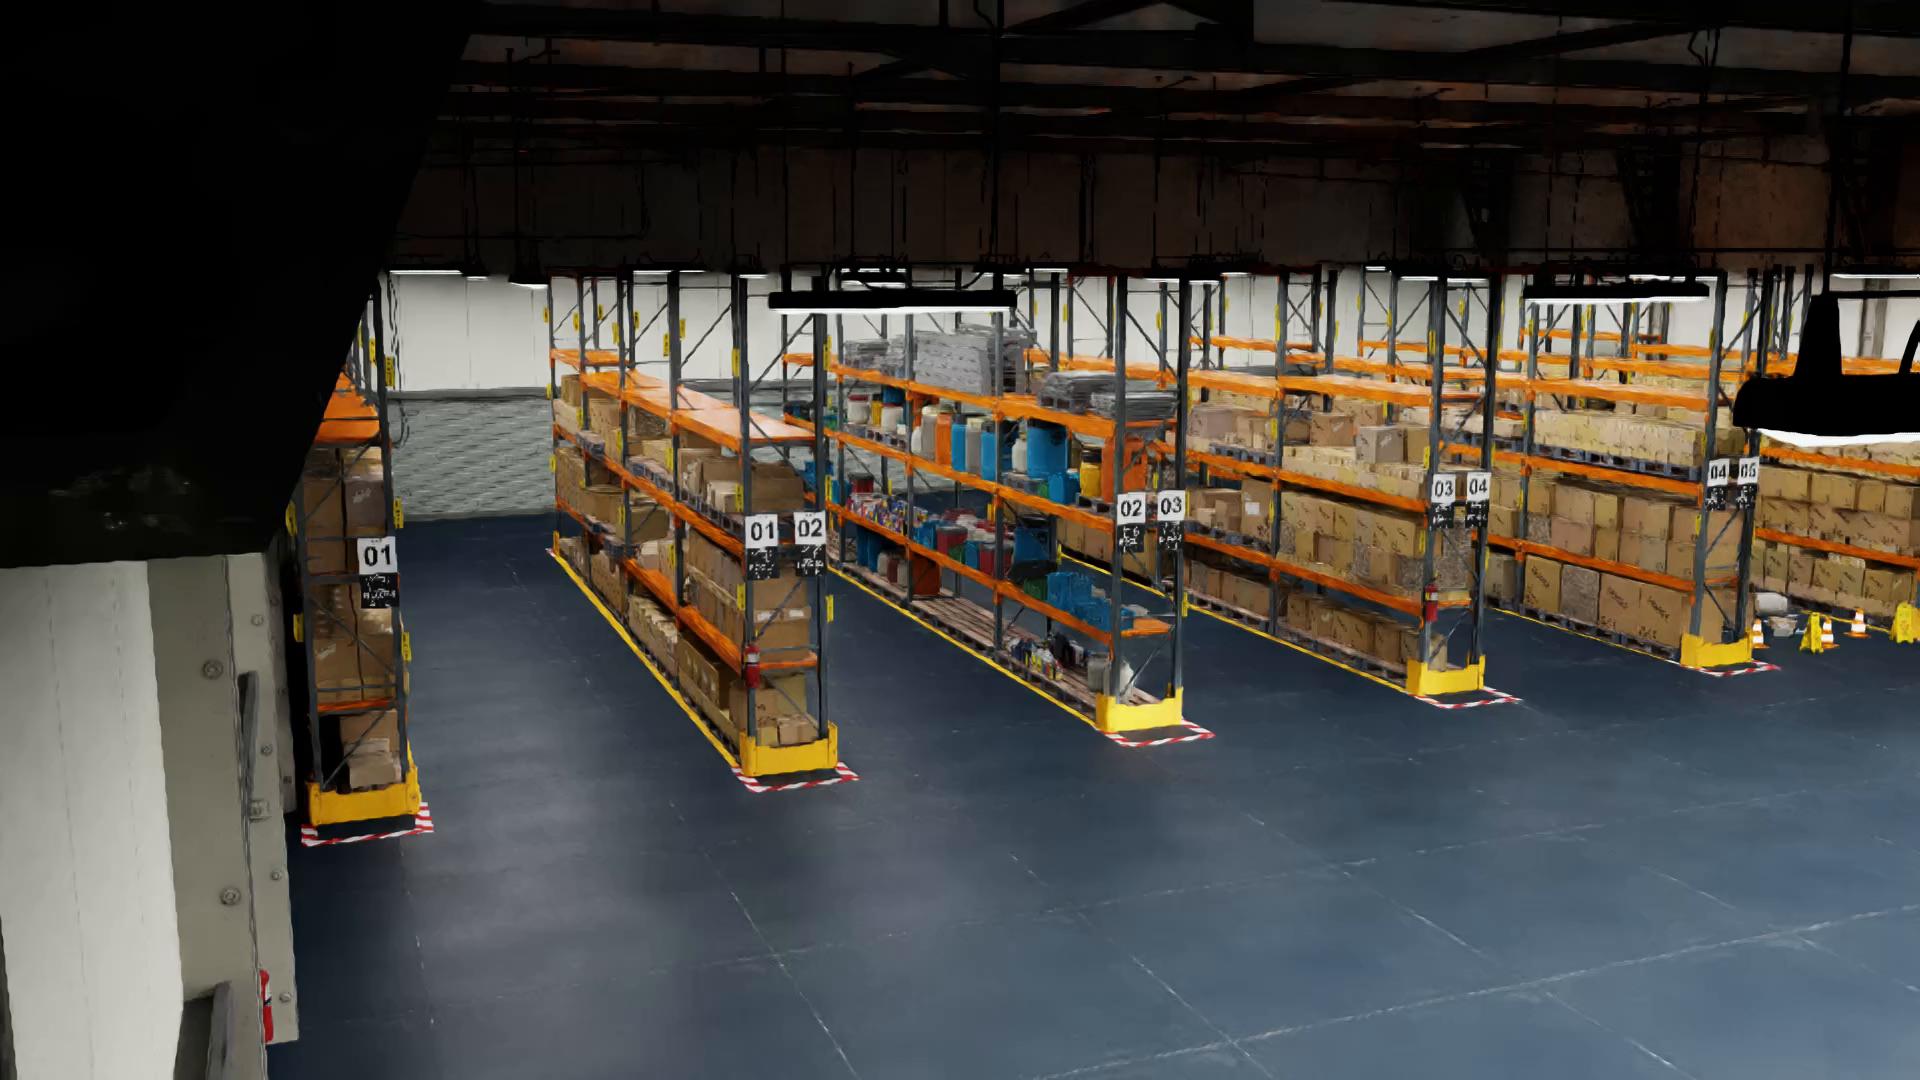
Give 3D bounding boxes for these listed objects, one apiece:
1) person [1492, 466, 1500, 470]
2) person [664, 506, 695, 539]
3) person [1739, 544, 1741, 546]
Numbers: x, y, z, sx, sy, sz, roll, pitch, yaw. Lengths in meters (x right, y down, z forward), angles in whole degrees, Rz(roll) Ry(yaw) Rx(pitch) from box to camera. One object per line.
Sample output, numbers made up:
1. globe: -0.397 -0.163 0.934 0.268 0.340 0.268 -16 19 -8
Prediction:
1. person: 11.471 -0.734 35.800 0.592 1.719 0.668 0 10 -1
2. person: -5.567 -0.237 33.025 0.719 1.686 0.578 -4 11 -23
3. person: 16.701 -0.772 35.847 0.589 1.782 0.676 0 10 1
